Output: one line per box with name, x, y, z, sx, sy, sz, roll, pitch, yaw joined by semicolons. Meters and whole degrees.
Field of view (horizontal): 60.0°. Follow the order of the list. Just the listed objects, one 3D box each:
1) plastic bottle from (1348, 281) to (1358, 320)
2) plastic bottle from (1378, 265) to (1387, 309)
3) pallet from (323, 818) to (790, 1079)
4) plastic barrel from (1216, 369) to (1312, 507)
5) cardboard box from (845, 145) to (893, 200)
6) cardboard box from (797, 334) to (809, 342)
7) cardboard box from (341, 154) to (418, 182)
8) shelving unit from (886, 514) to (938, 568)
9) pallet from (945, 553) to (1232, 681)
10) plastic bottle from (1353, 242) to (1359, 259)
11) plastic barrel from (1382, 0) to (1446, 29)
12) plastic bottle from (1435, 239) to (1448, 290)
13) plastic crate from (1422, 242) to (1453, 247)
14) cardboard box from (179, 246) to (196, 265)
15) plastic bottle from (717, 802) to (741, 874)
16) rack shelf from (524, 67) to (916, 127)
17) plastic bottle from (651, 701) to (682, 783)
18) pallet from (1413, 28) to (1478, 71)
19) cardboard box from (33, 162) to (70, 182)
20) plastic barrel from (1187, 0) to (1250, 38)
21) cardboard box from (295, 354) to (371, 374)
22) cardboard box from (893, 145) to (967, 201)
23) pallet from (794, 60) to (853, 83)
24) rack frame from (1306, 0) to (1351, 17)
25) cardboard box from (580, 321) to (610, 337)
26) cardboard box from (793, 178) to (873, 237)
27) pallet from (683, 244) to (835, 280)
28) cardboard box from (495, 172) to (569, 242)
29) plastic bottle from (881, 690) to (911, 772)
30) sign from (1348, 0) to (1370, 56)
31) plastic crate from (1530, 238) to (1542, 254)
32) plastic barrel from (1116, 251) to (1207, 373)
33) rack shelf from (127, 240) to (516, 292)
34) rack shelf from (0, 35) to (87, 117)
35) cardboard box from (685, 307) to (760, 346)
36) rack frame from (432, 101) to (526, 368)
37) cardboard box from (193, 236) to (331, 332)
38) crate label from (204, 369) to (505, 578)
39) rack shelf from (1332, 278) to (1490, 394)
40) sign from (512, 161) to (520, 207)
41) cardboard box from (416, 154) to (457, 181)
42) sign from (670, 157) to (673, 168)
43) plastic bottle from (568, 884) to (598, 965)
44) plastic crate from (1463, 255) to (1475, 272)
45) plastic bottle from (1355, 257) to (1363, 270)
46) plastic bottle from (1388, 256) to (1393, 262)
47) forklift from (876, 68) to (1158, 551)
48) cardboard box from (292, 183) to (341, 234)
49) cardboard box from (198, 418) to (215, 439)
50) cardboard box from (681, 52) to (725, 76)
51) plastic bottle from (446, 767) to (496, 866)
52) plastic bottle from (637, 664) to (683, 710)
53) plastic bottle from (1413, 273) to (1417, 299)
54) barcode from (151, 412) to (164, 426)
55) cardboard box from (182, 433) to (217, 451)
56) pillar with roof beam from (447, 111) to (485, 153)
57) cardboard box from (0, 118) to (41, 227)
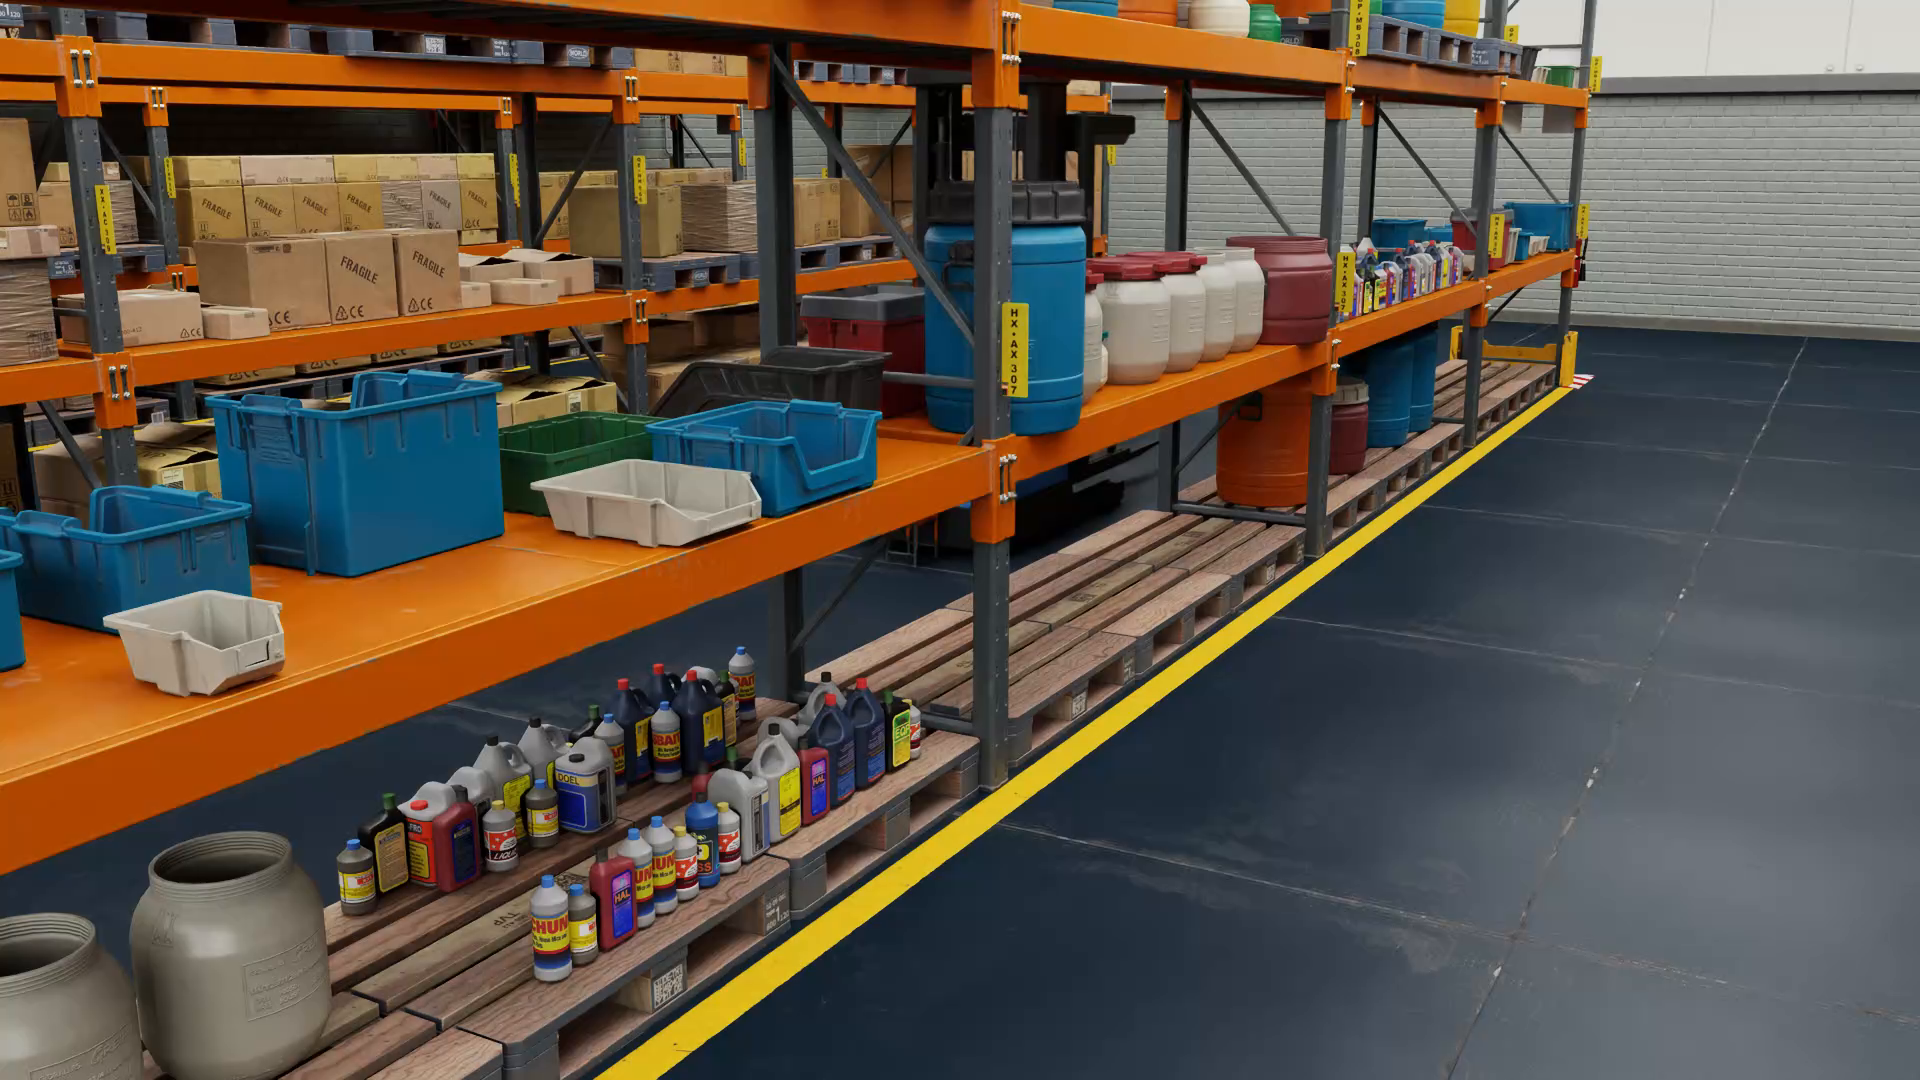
plastic bottle;2.339;-1.469;9.975;0.061;0.283;0.133;7;15;28
plastic bottle;2.667;-1.611;10.590;0.097;0.271;0.097;0;14;0
pallet;-1.235;1.149;4.815;1.003;0.211;1.213;7;15;28
plastic barrel;1.870;-0.663;10.116;0.600;0.830;0.708;7;15;28
cardboard box;-0.734;-3.461;15.645;0.500;0.500;0.500;7;15;28
cardboard box;-1.229;-1.455;14.065;0.500;0.500;0.500;8;16;29
cardboard box;-5.594;-3.588;16.027;0.500;0.250;0.500;8;16;29
shelving unit;-0.275;-0.389;9.408;0.215;1.050;0.252;7;15;27
pallet;0.649;0.348;8.138;1.003;0.211;1.213;7;15;28
plastic bottle;3.031;-2.148;12.793;0.061;0.283;0.133;7;15;28
plastic barrel;2.891;-3.770;10.907;0.600;0.901;0.708;7;15;28
plastic bottle;3.424;-1.982;11.960;0.144;0.351;0.185;7;15;28
plastic crate;4.161;-2.524;14.538;0.293;0.136;0.466;7;15;28
cardboard box;-6.662;-2.462;14.341;0.380;0.149;0.250;7;15;27
plastic bottle;-0.708;0.887;4.987;0.097;0.201;0.097;0;14;0
rack shelf;-1.719;-3.492;13.252;1.077;0.370;4.000;7;15;28
plastic bottle;-1.003;0.684;5.679;0.097;0.271;0.097;0;14;0
pallet;2.743;-3.193;10.882;1.003;0.211;1.213;7;15;28
cardboard box;-7.307;-2.970;13.415;0.380;0.149;0.250;5;14;19
plastic barrel;1.238;-2.515;7.959;0.301;0.262;0.301;0;14;0
cardboard box;-6.125;-2.008;15.652;0.750;0.750;0.750;7;15;28
cardboard box;-0.278;-3.393;15.362;0.500;0.500;0.500;8;16;29
pallet;-1.627;-3.822;13.486;1.213;0.211;1.003;7;15;28
rack frame;1.648;-4.328;8.783;1.000;3.000;0.127;7;15;28
cardboard box;-4.393;-2.588;18.804;0.700;0.500;0.500;7;15;27
cardboard box;-1.177;-2.975;14.863;0.700;0.500;0.500;2;14;9
pallet;-1.750;-2.279;13.497;1.003;0.211;1.213;7;15;28
cardboard box;-4.814;-3.609;17.965;0.980;0.700;0.700;8;16;29
plastic bottle;-0.229;0.652;5.785;0.061;0.283;0.133;8;16;31
sign;2.133;-2.758;8.895;0.100;0.325;0.005;7;15;28
plastic crate;5.127;-2.708;15.300;0.396;0.136;0.243;7;15;28
plastic barrel;0.933;-1.067;7.770;0.433;0.535;0.433;0;14;0
rack shelf;-6.057;-2.594;15.929;1.077;0.370;4.000;7;15;28
rack shelf;-5.586;-1.851;6.444;1.077;0.370;4.000;7;15;28
cardboard box;-1.925;-1.777;13.800;0.500;0.250;0.500;7;15;27
rack frame;-5.090;-3.354;17.547;1.000;3.000;0.127;7;15;28
cardboard box;-3.979;-1.465;9.496;0.500;0.500;0.500;9;16;32
crate label;-1.566;-0.195;4.368;0.502;0.435;0.616;7;15;28
rack shelf;2.615;-1.472;11.273;1.077;0.370;4.000;7;15;28
sign;-3.165;-2.557;11.938;0.100;0.325;0.005;7;15;28
cardboard box;-5.348;-3.693;16.461;0.500;0.250;0.500;8;16;29
sign;-3.640;-4.698;21.106;0.100;0.325;0.005;7;15;28
plastic bottle;-1.020;1.019;4.440;0.097;0.201;0.097;0;14;0
plastic crate;3.932;-2.212;13.243;0.396;0.136;0.243;7;15;28
plastic bottle;2.966;-1.998;12.345;0.097;0.201;0.097;0;14;0
plastic bottle;2.959;-1.808;11.409;0.097;0.271;0.097;0;14;0
forklift;0.432;-1.653;10.637;1.130;2.935;3.031;7;15;27
cardboard box;-6.063;-3.015;15.250;0.500;0.500;0.500;7;15;28
cardboard box;-4.185;-0.618;9.970;0.500;0.311;0.500;7;15;28
cardboard box;-2.258;-3.678;12.275;0.910;0.500;0.500;7;15;28
plastic bottle;-1.502;0.837;5.035;0.152;0.276;0.135;7;15;26
plastic bottle;-1.039;0.602;5.850;0.144;0.351;0.185;8;16;30
plastic bottle;3.045;-1.737;11.263;0.097;0.201;0.097;0;14;0
barcode;-4.132;-0.623;8.564;0.001;0.075;0.075;7;15;28
cardboard box;-3.955;-0.451;9.279;0.500;0.311;0.500;7;15;27
pillar with roof beam;-1.741;-6.025;15.822;9.100;9.000;0.400;7;15;28
cardboard box;-4.828;-1.740;7.869;0.700;0.500;0.500;7;15;28
